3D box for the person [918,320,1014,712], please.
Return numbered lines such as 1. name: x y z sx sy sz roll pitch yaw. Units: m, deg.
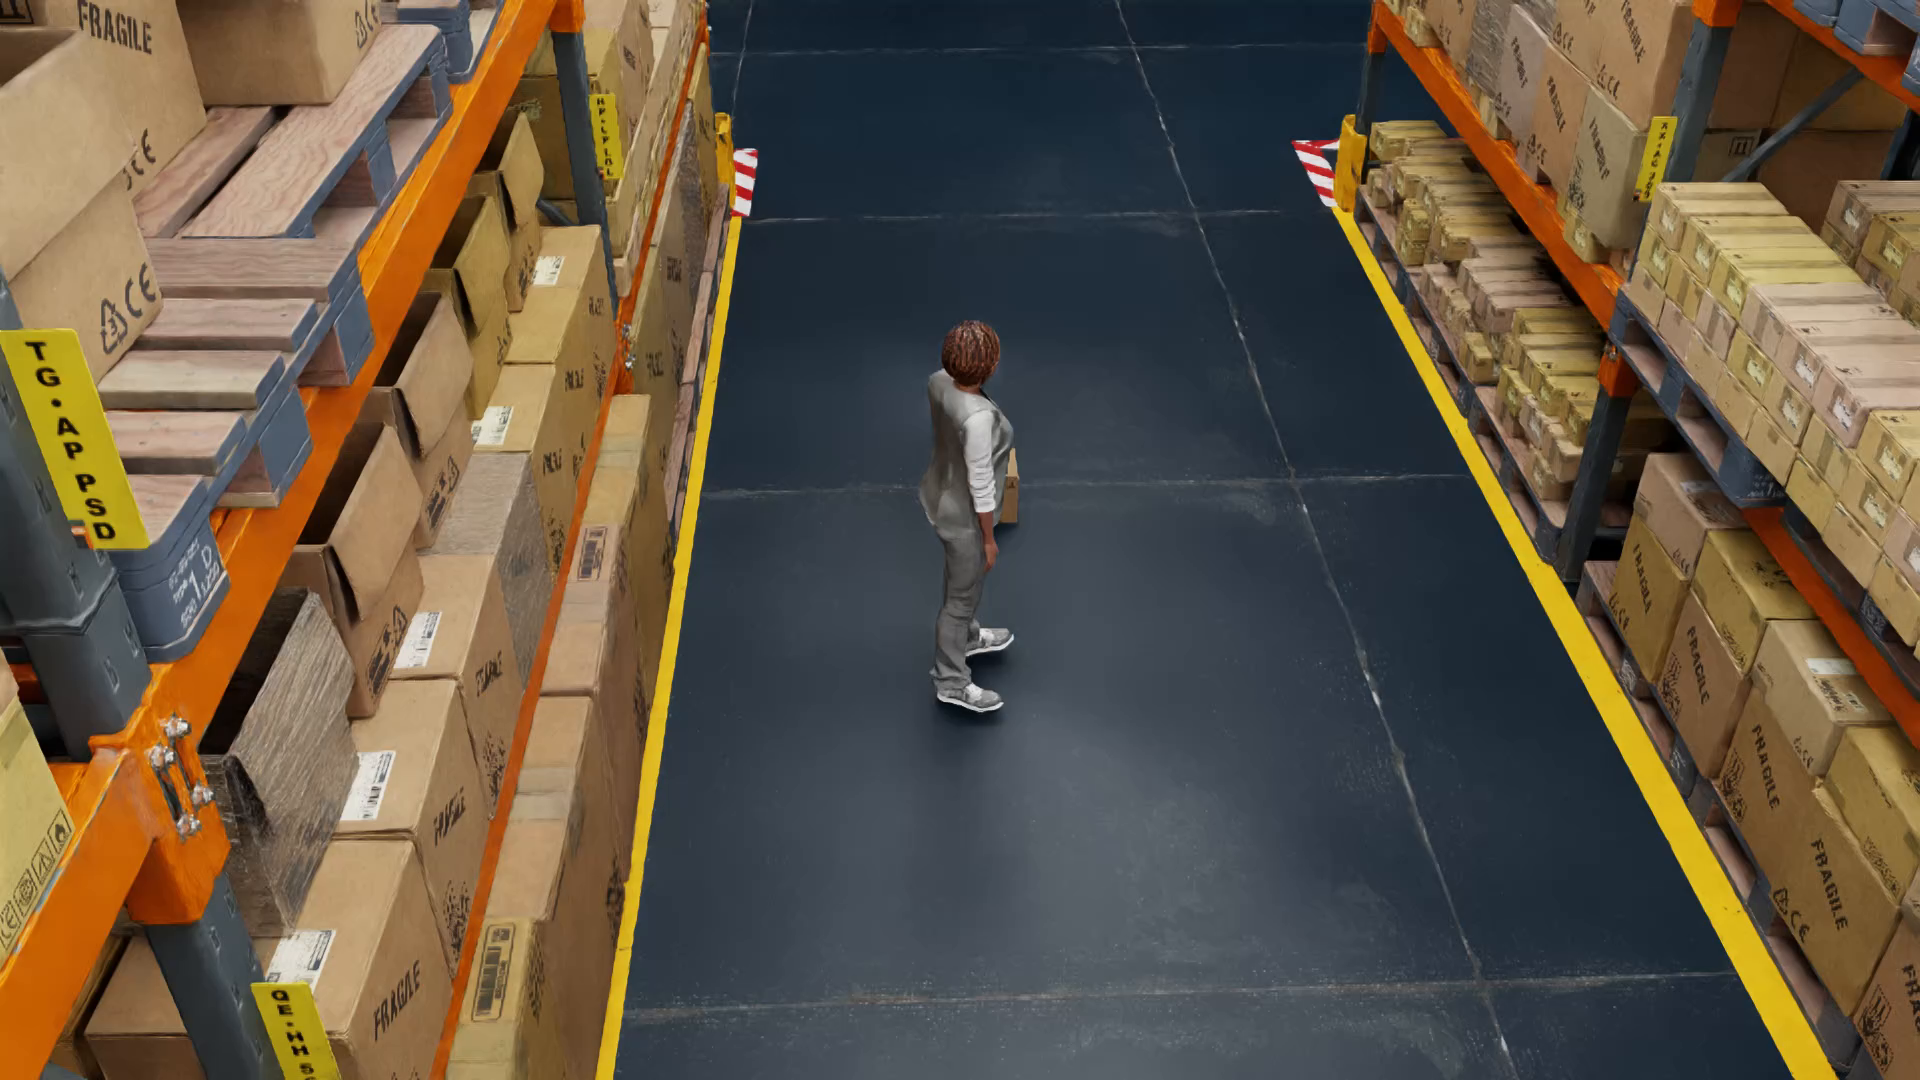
1. person: 0.060 -0.105 6.256 0.422 1.603 0.486 -12 37 -16
